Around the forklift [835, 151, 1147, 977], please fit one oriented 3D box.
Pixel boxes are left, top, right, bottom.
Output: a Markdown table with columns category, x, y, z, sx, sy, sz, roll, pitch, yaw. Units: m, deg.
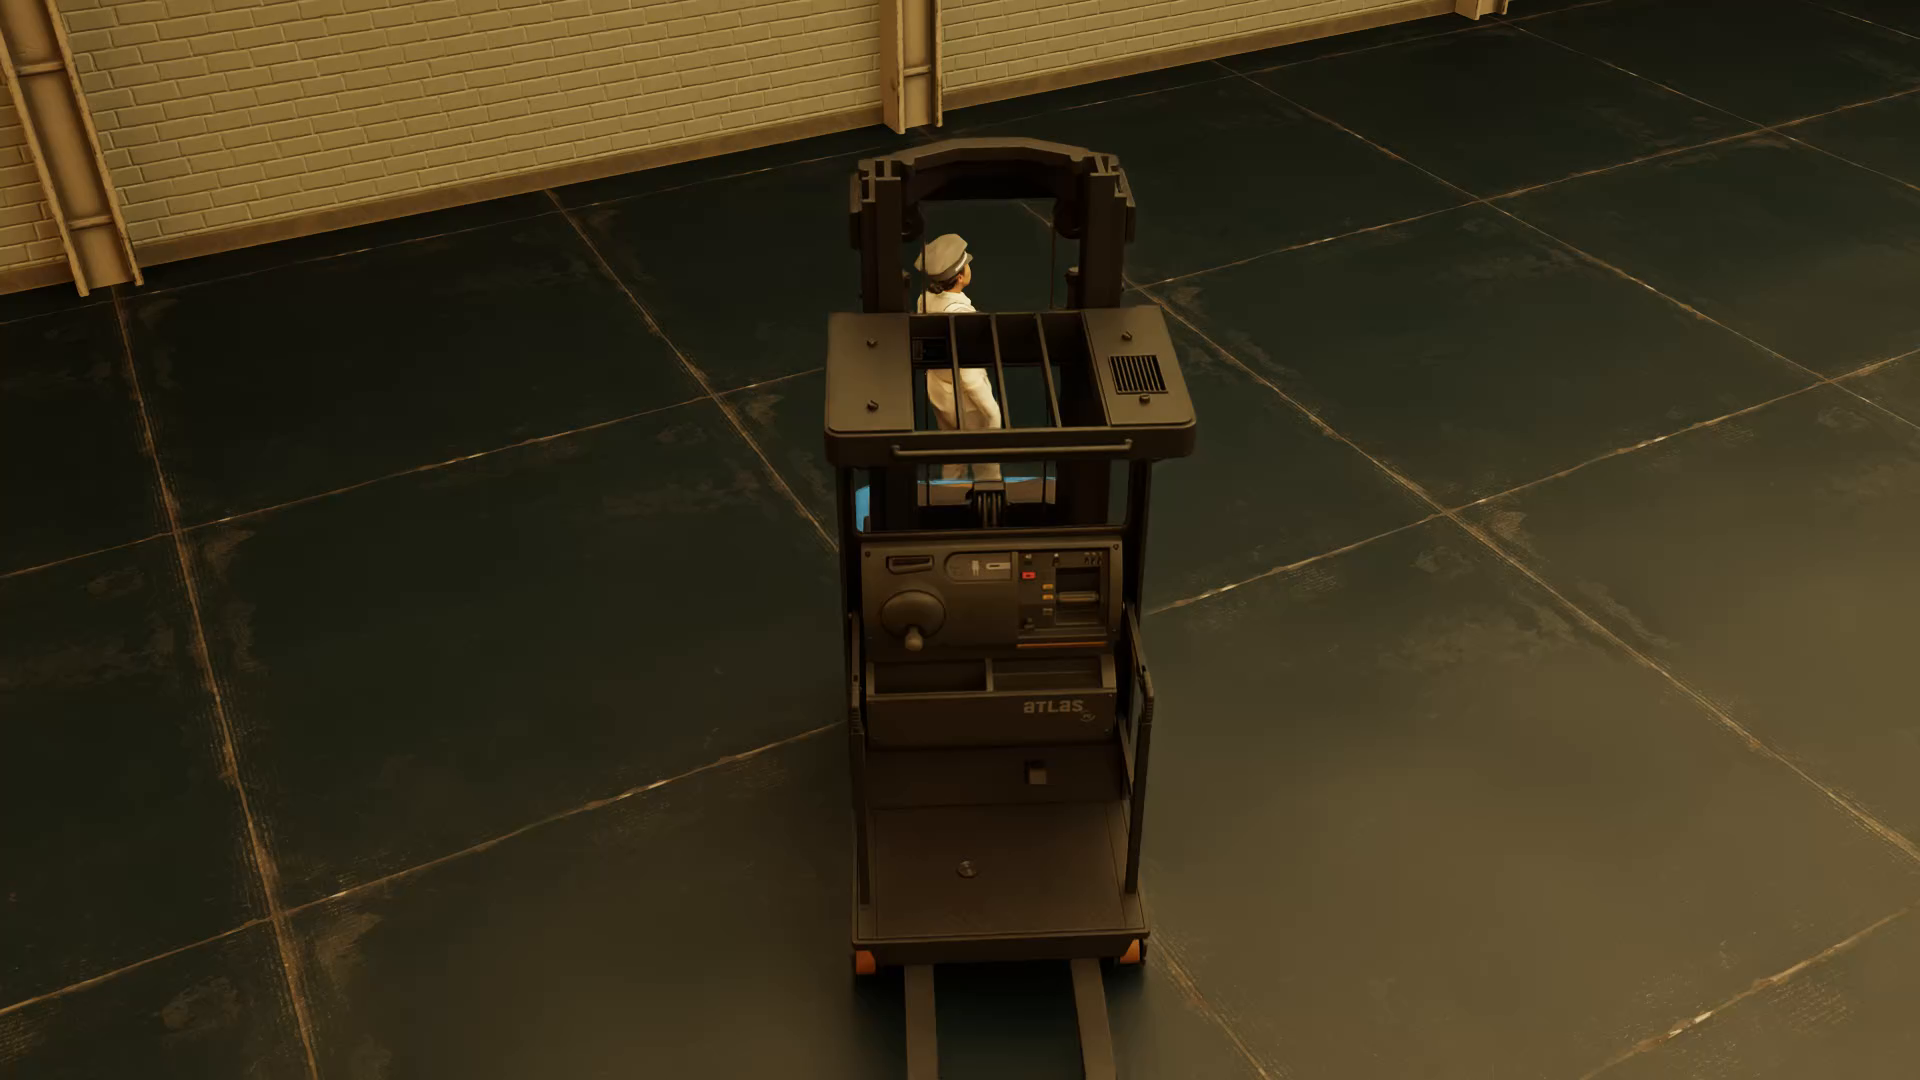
| category | x | y | z | sx | sy | sz | roll | pitch | yaw |
| --- | --- | --- | --- | --- | --- | --- | --- | --- | --- |
| forklift | 0.101 | -0.030 | 6.221 | 1.129 | 2.867 | 1.939 | -2 | 35 | -2 |

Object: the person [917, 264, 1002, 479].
| category | x | y | z | sx | sy | sz | roll | pitch | yaw |
| --- | --- | --- | --- | --- | --- | --- | --- | --- | --- |
| person | 0.087 | -0.692 | 8.207 | 0.488 | 1.640 | 0.568 | -17 | 39 | -23 |
